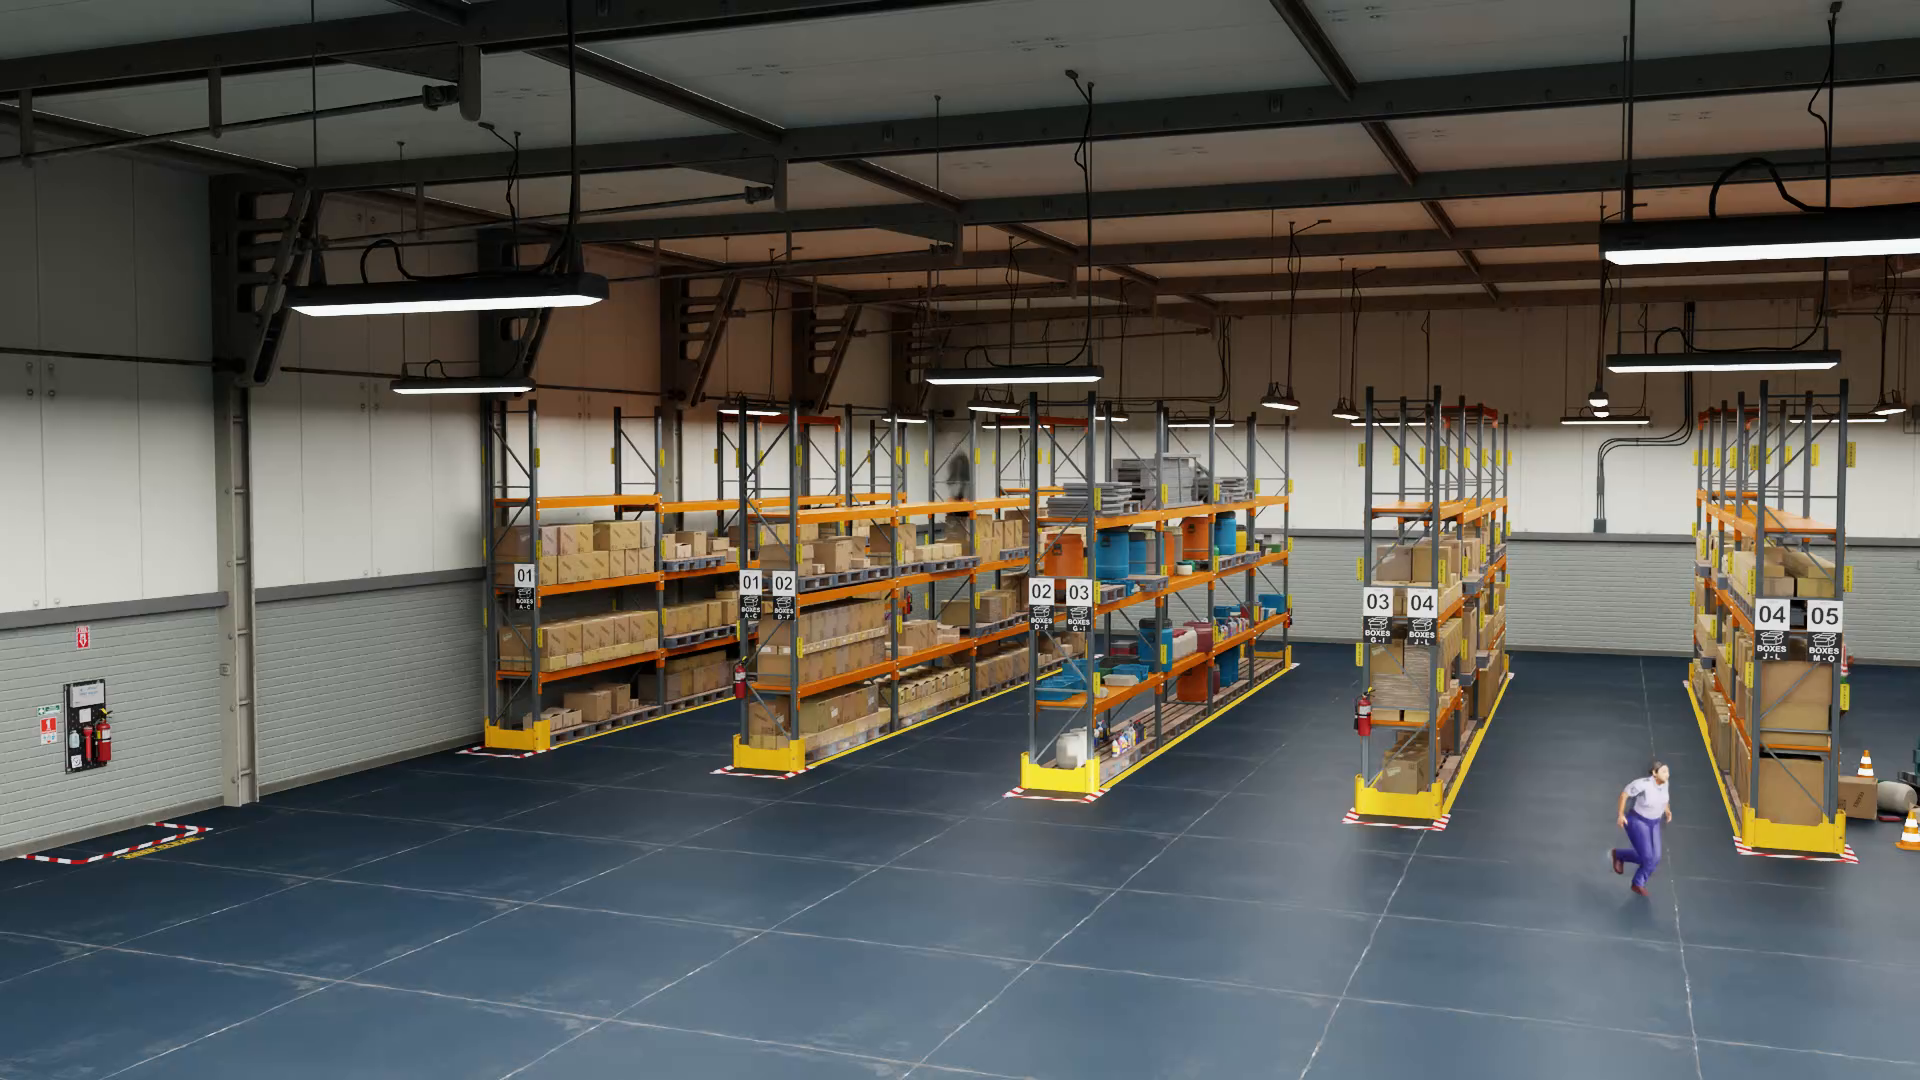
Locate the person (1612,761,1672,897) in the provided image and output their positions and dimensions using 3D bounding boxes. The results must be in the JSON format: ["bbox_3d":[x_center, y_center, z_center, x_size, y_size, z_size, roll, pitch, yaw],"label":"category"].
[{"bbox_3d":[7.851,3.293,19.137,0.599,1.587,0.702,-2,3,-30],"label":"person"}]

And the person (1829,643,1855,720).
[{"bbox_3d":[16.541,2.619,31.404,0.659,1.723,1.021,1,3,14],"label":"person"}]
